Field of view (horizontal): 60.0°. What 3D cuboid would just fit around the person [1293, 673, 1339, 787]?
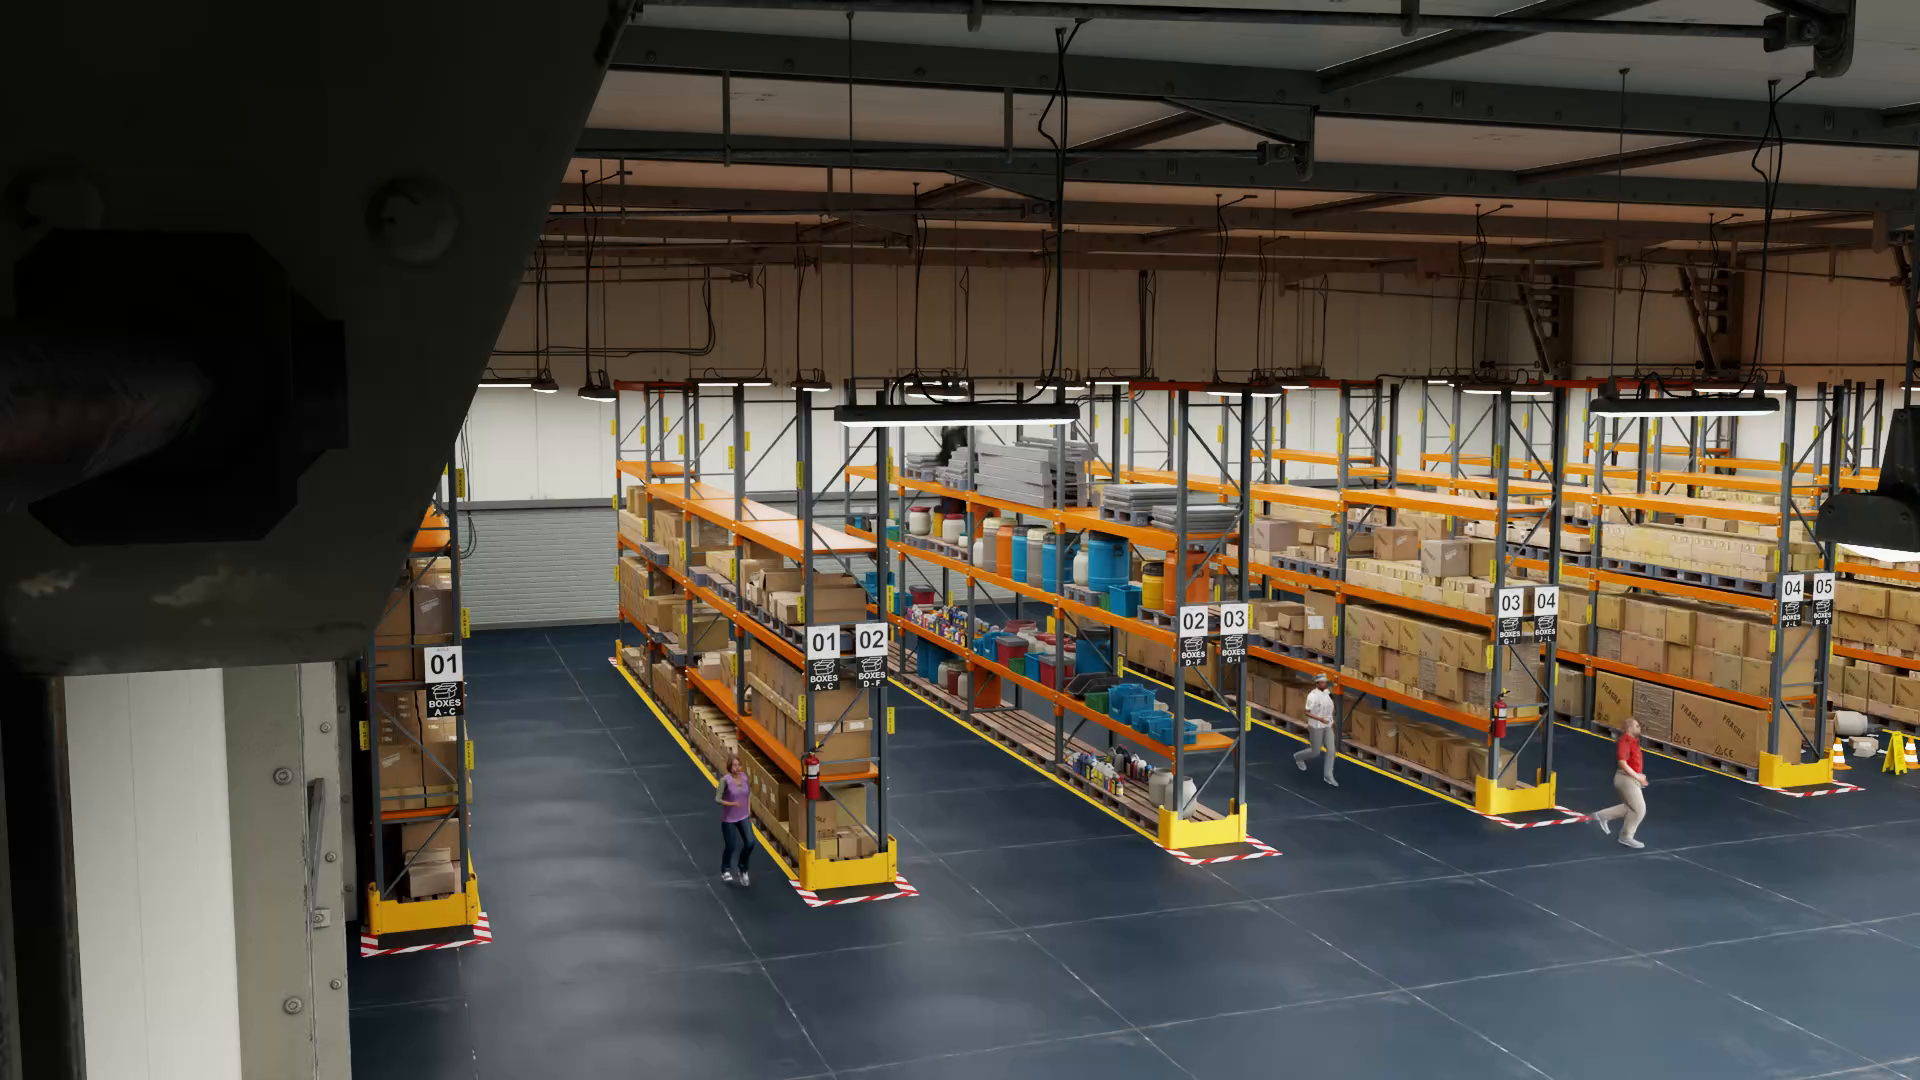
[{"bbox_3d":[5.452,2.837,25.269,0.579,1.700,0.859,-4,7,-32],"label":"person"}]

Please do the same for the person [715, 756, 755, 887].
[{"bbox_3d":[-2.707,3.418,20.152,0.539,1.632,0.606,-4,7,-31],"label":"person"}]

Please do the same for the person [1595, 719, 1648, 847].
[{"bbox_3d":[8.743,3.186,21.968,0.627,1.694,0.698,2,6,20],"label":"person"}]
